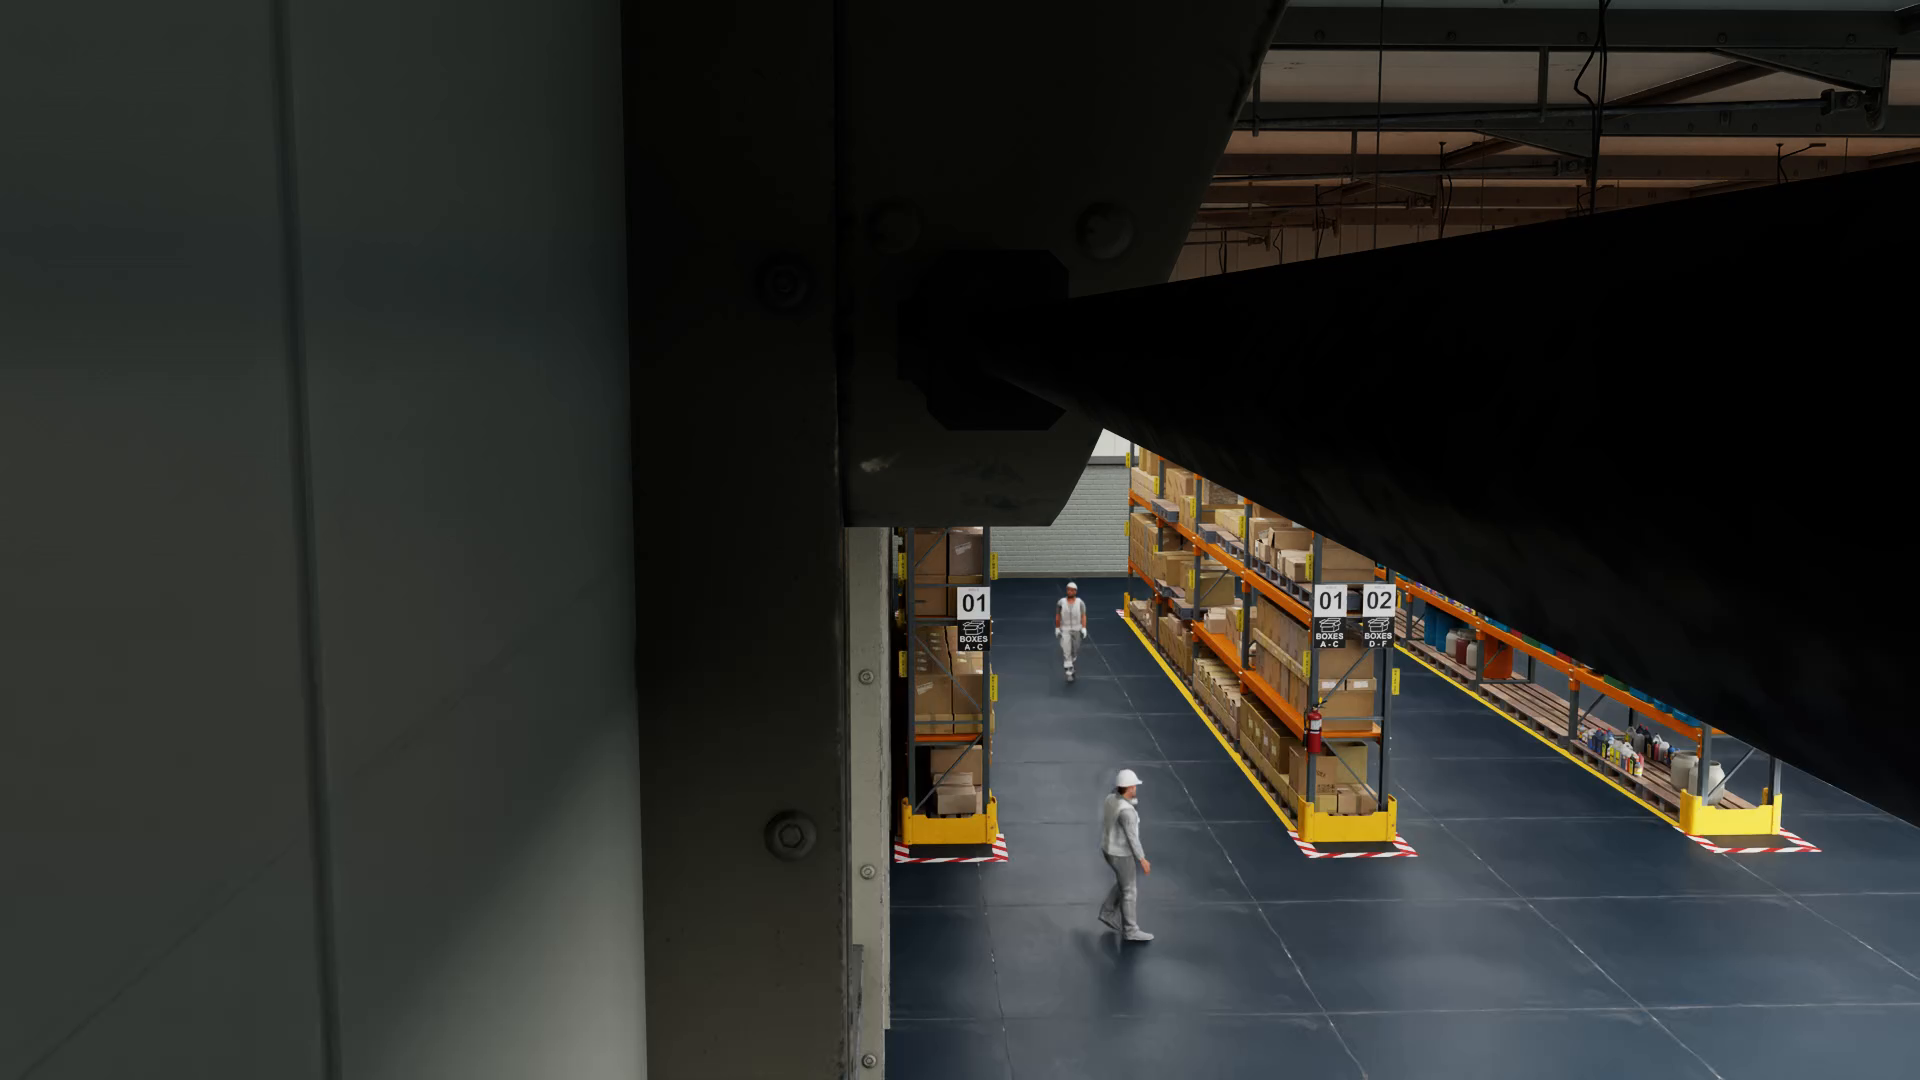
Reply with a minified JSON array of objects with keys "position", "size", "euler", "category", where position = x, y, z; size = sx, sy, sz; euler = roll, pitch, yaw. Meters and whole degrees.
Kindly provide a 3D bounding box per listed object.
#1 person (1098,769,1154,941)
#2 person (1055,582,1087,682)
[{"position":[1.711,3.252,17.285],"size":[0.519,1.777,0.641],"euler":[-2,8,-13],"category":"person"},{"position":[2.004,1.633,29.843],"size":[0.550,1.733,1.051],"euler":[-1,7,-4],"category":"person"}]
